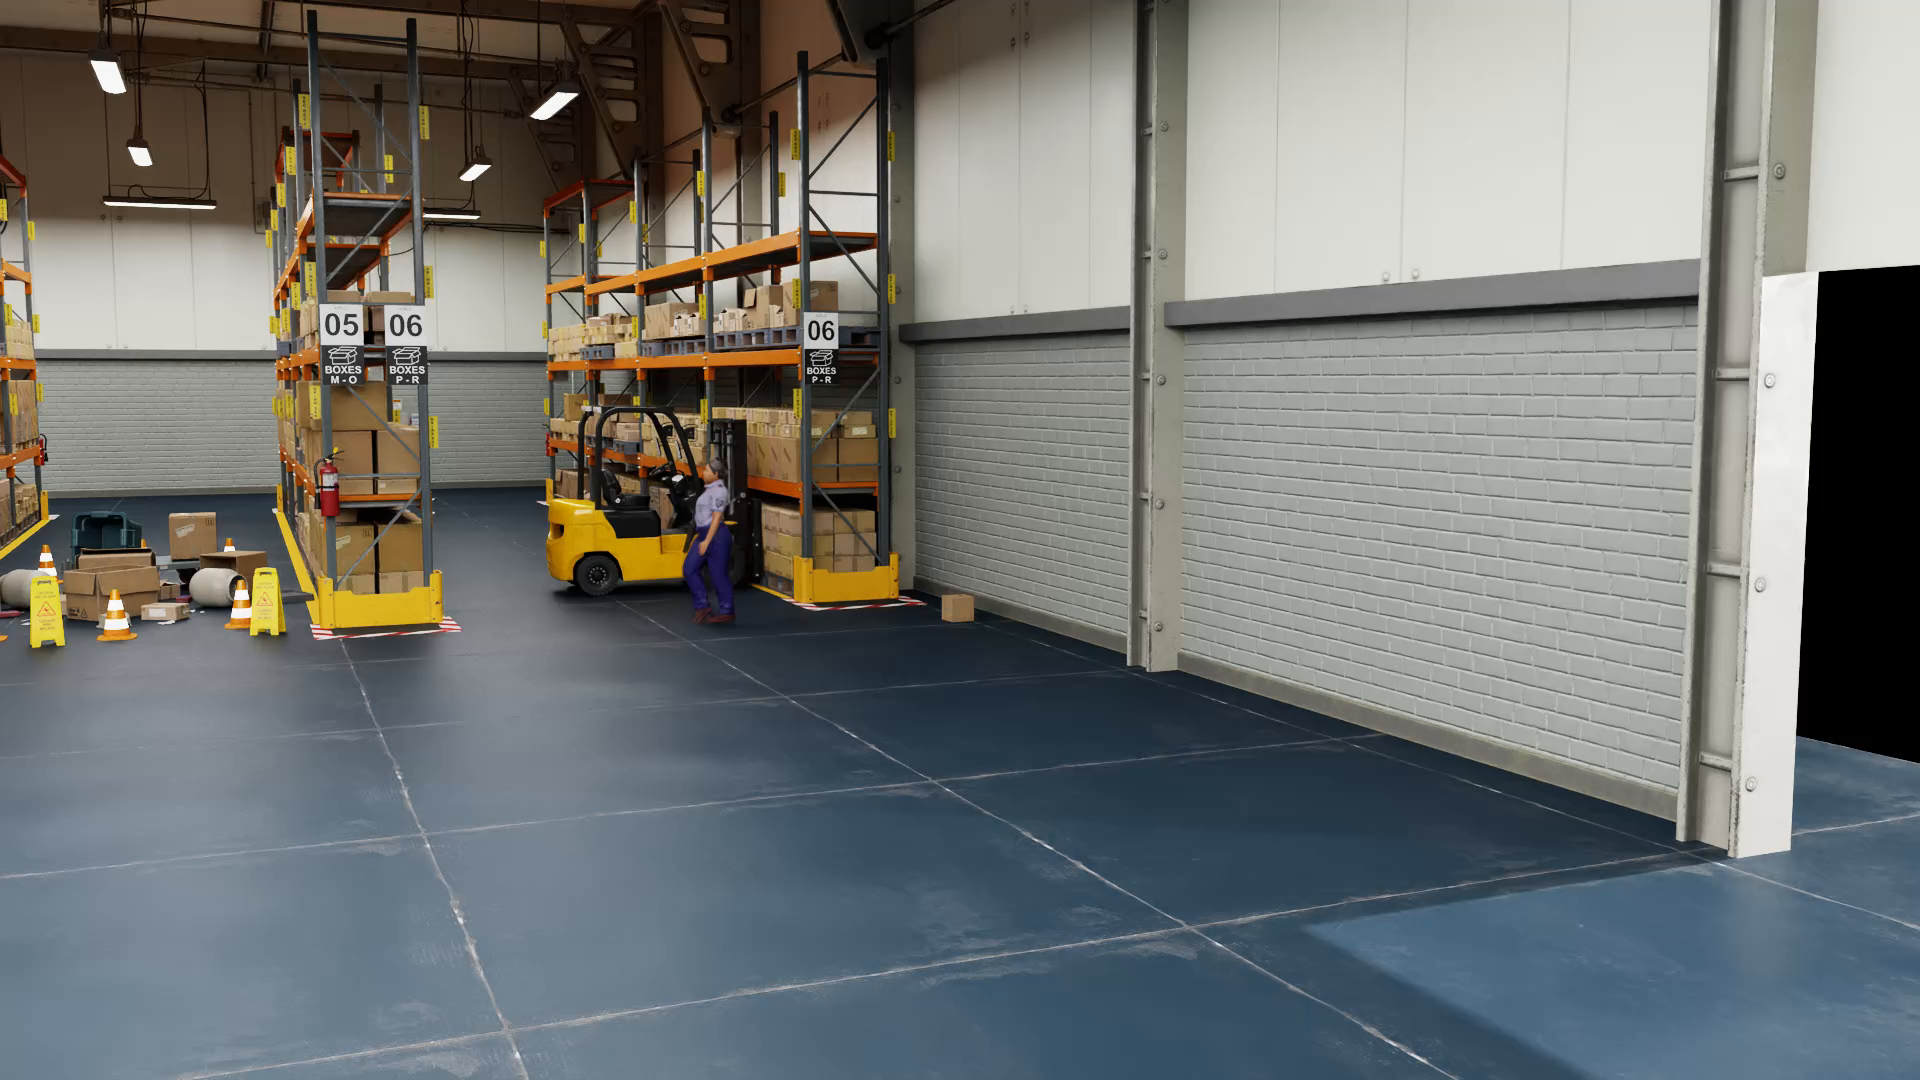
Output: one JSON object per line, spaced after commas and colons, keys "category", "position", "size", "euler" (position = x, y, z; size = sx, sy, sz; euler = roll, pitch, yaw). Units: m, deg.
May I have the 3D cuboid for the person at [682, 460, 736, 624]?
{"category": "person", "position": [-2.516, 0.047, 16.714], "size": [0.481, 1.707, 0.480], "euler": [-2, 6, -24]}
